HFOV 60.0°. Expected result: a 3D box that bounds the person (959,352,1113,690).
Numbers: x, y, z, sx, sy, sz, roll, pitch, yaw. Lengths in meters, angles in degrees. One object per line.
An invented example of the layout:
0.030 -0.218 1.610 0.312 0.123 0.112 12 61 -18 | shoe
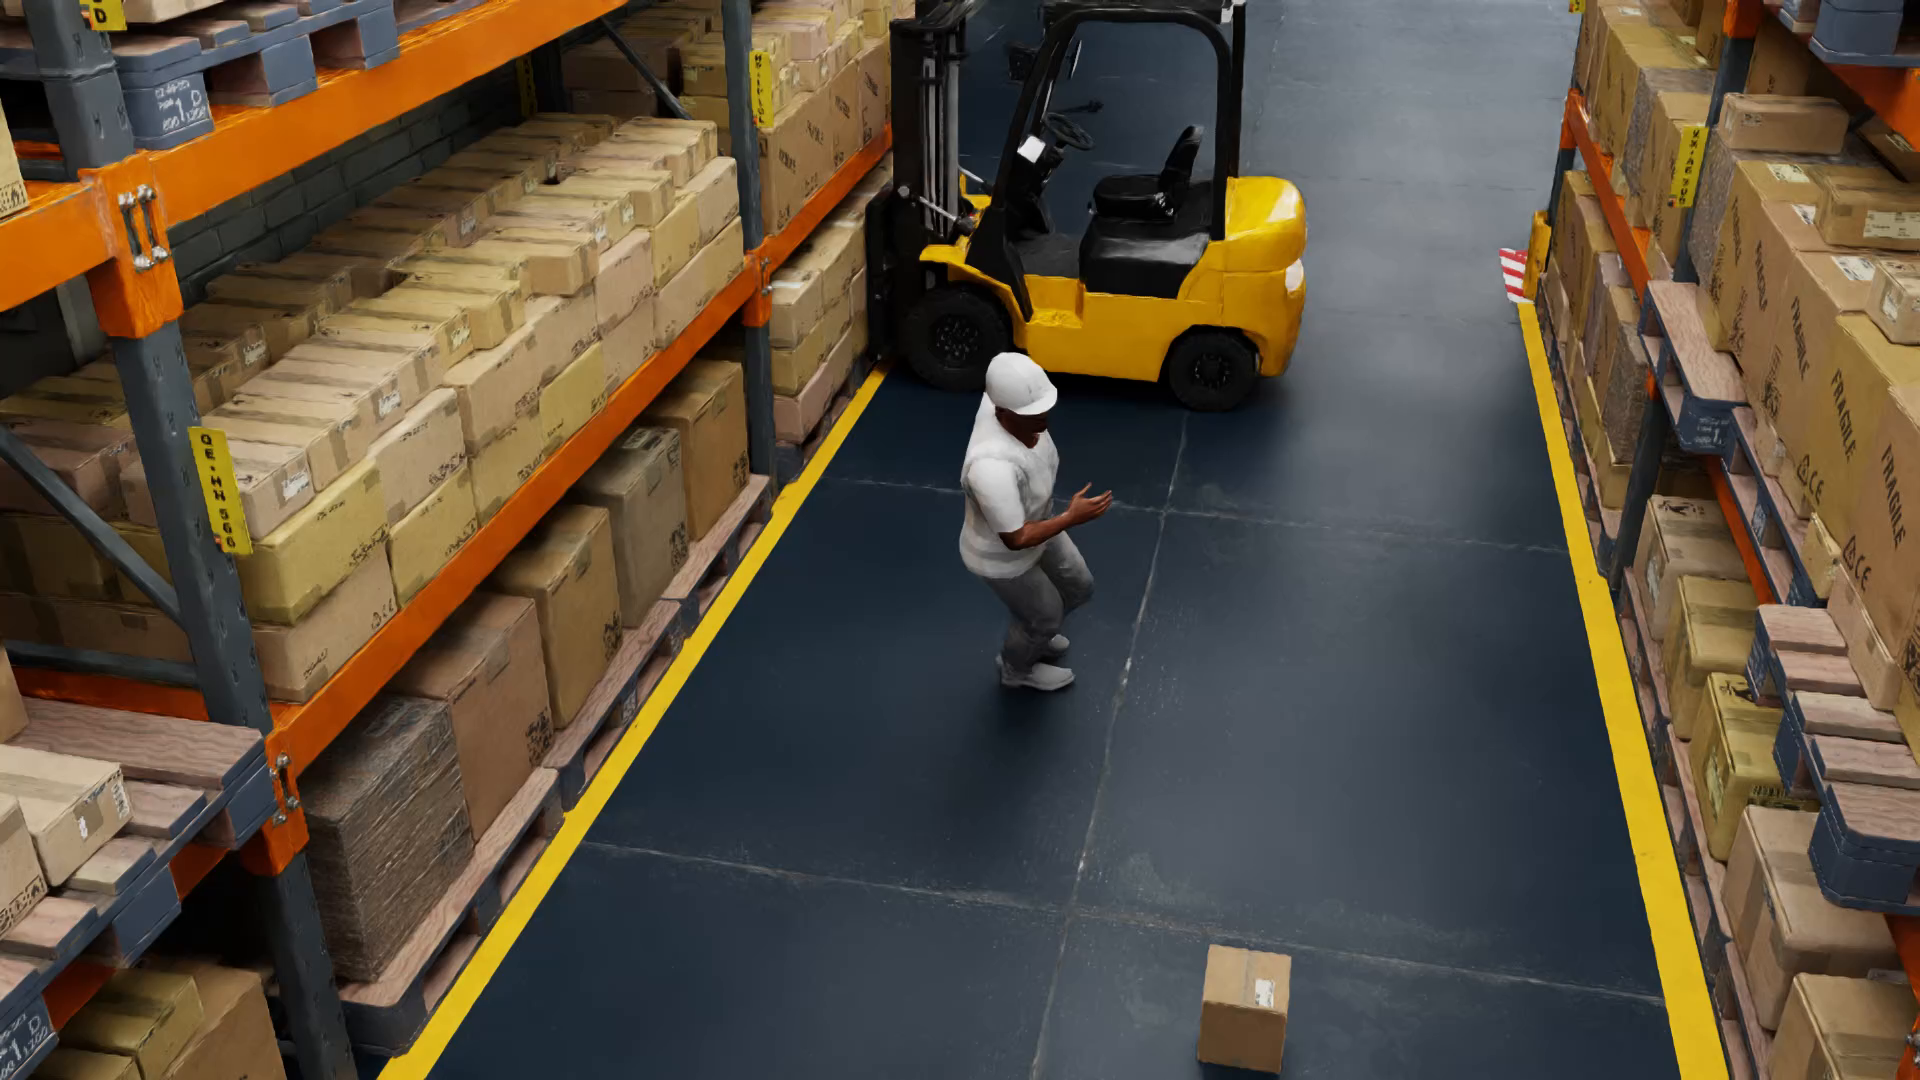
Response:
0.310 -0.036 6.290 0.554 1.648 0.953 6 29 11 | person
